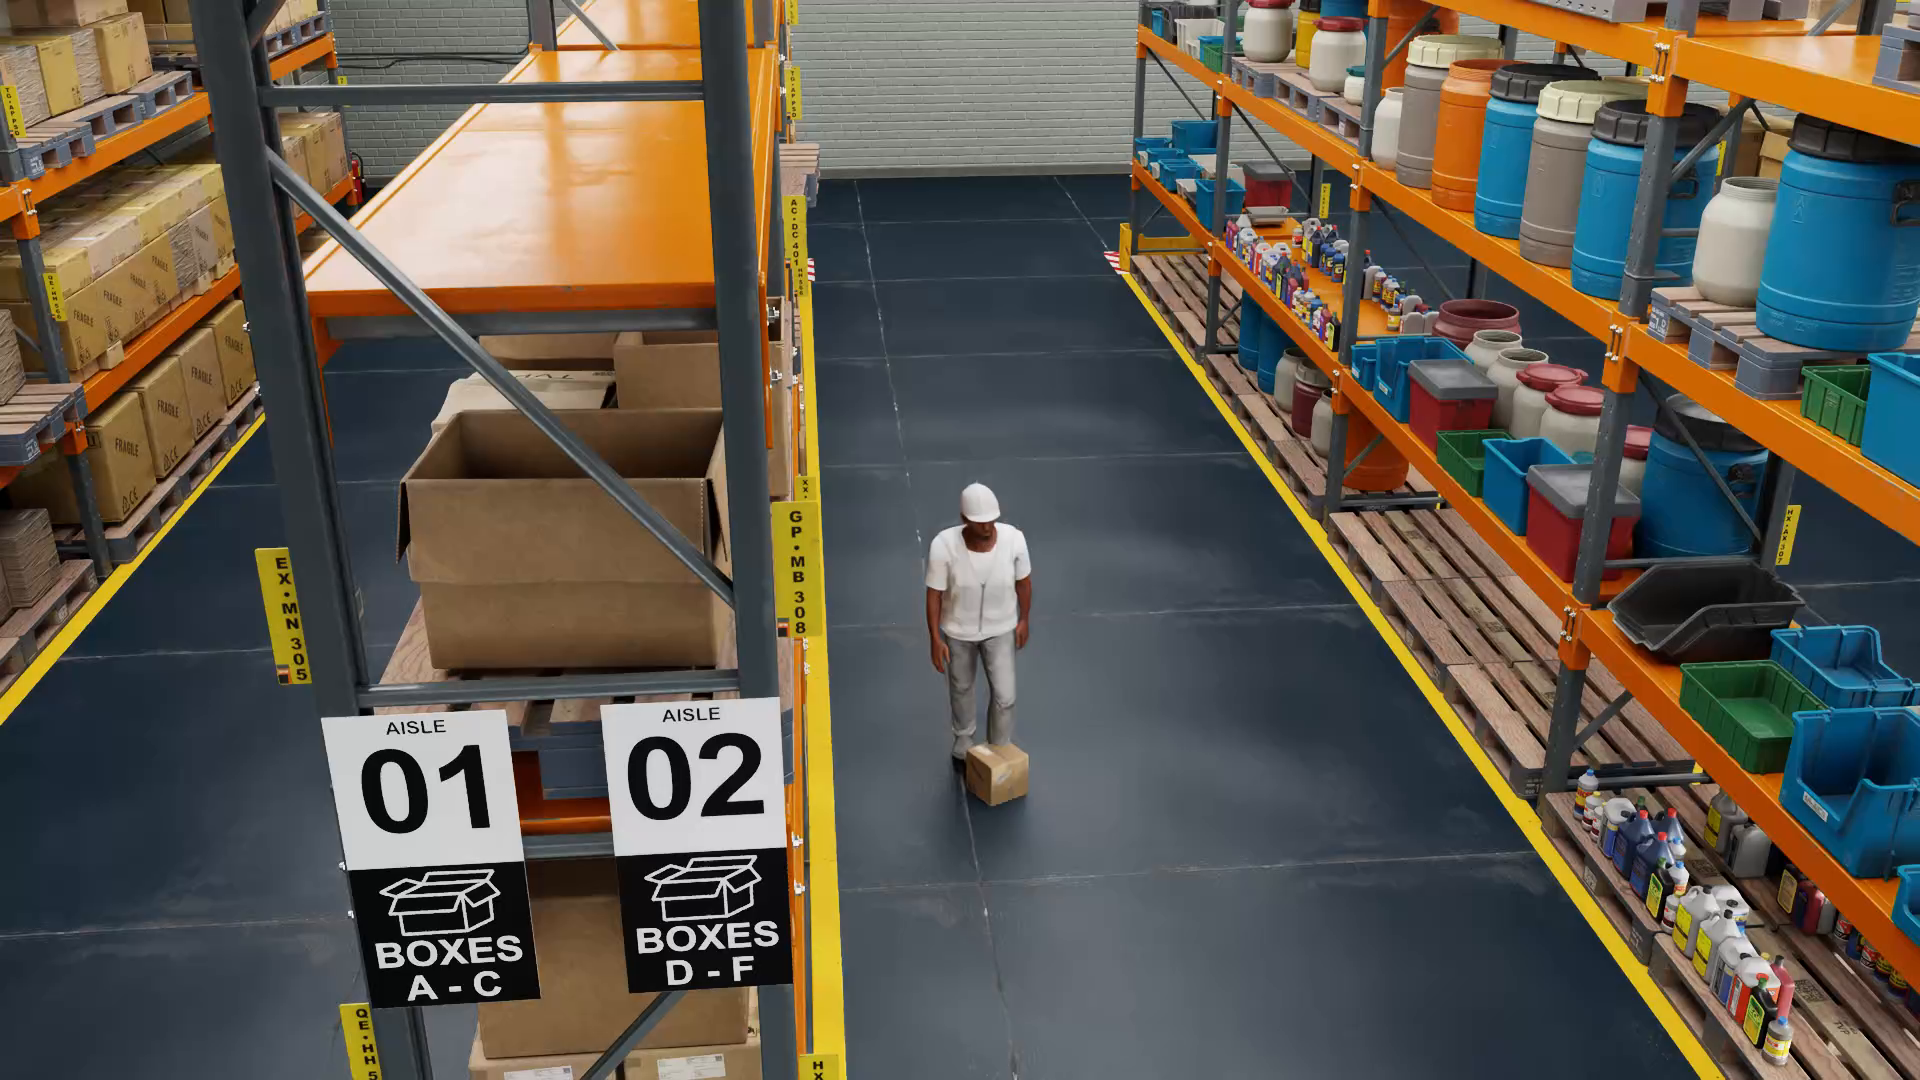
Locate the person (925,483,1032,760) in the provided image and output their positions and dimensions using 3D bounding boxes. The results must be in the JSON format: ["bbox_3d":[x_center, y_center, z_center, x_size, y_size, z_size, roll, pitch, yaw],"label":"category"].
[{"bbox_3d":[0.102,0.519,9.170,0.593,1.831,0.624,-2,24,-4],"label":"person"}]
